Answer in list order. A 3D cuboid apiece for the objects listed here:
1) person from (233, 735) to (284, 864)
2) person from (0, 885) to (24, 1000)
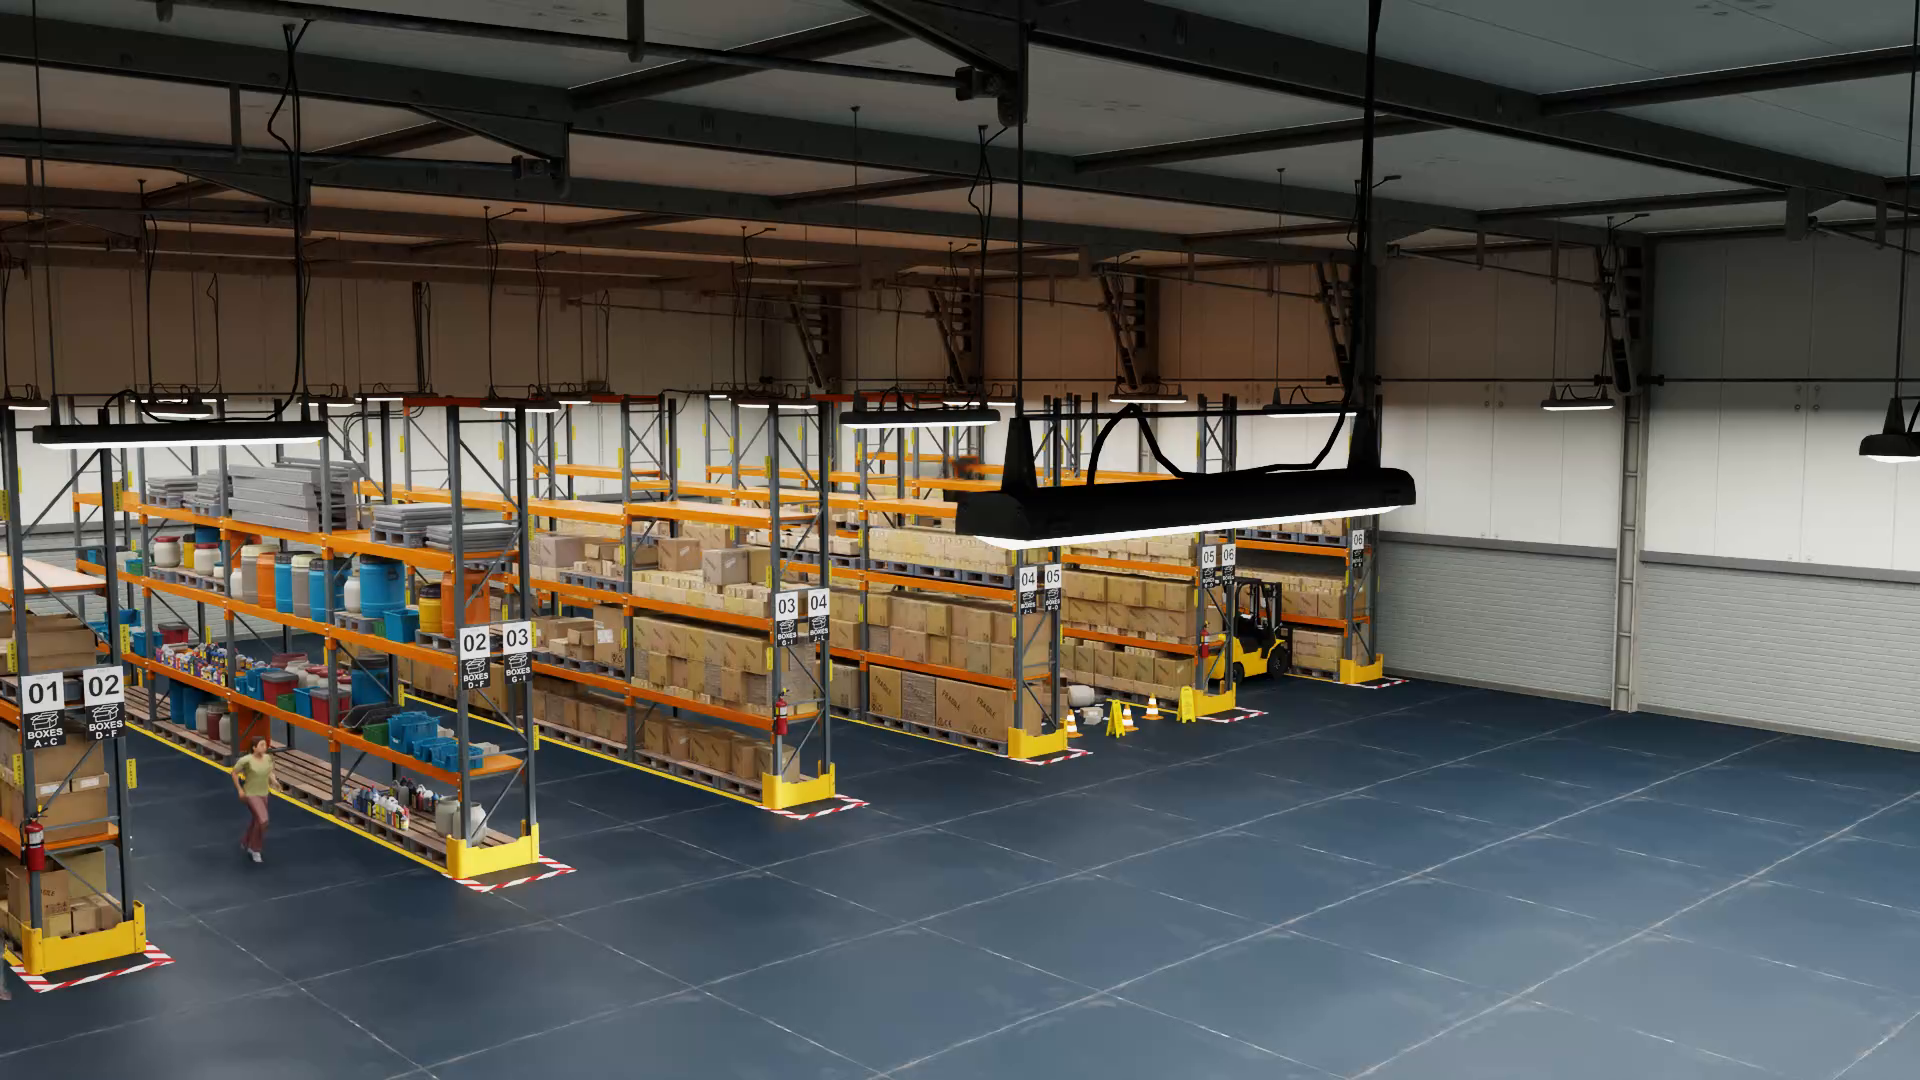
[{"bbox_3d":[-9.253,3.407,21.915,0.806,1.717,0.501,3,6,27],"label":"person"},{"bbox_3d":[-10.030,3.879,16.973,0.850,1.690,0.573,0,6,-1],"label":"person"}]
